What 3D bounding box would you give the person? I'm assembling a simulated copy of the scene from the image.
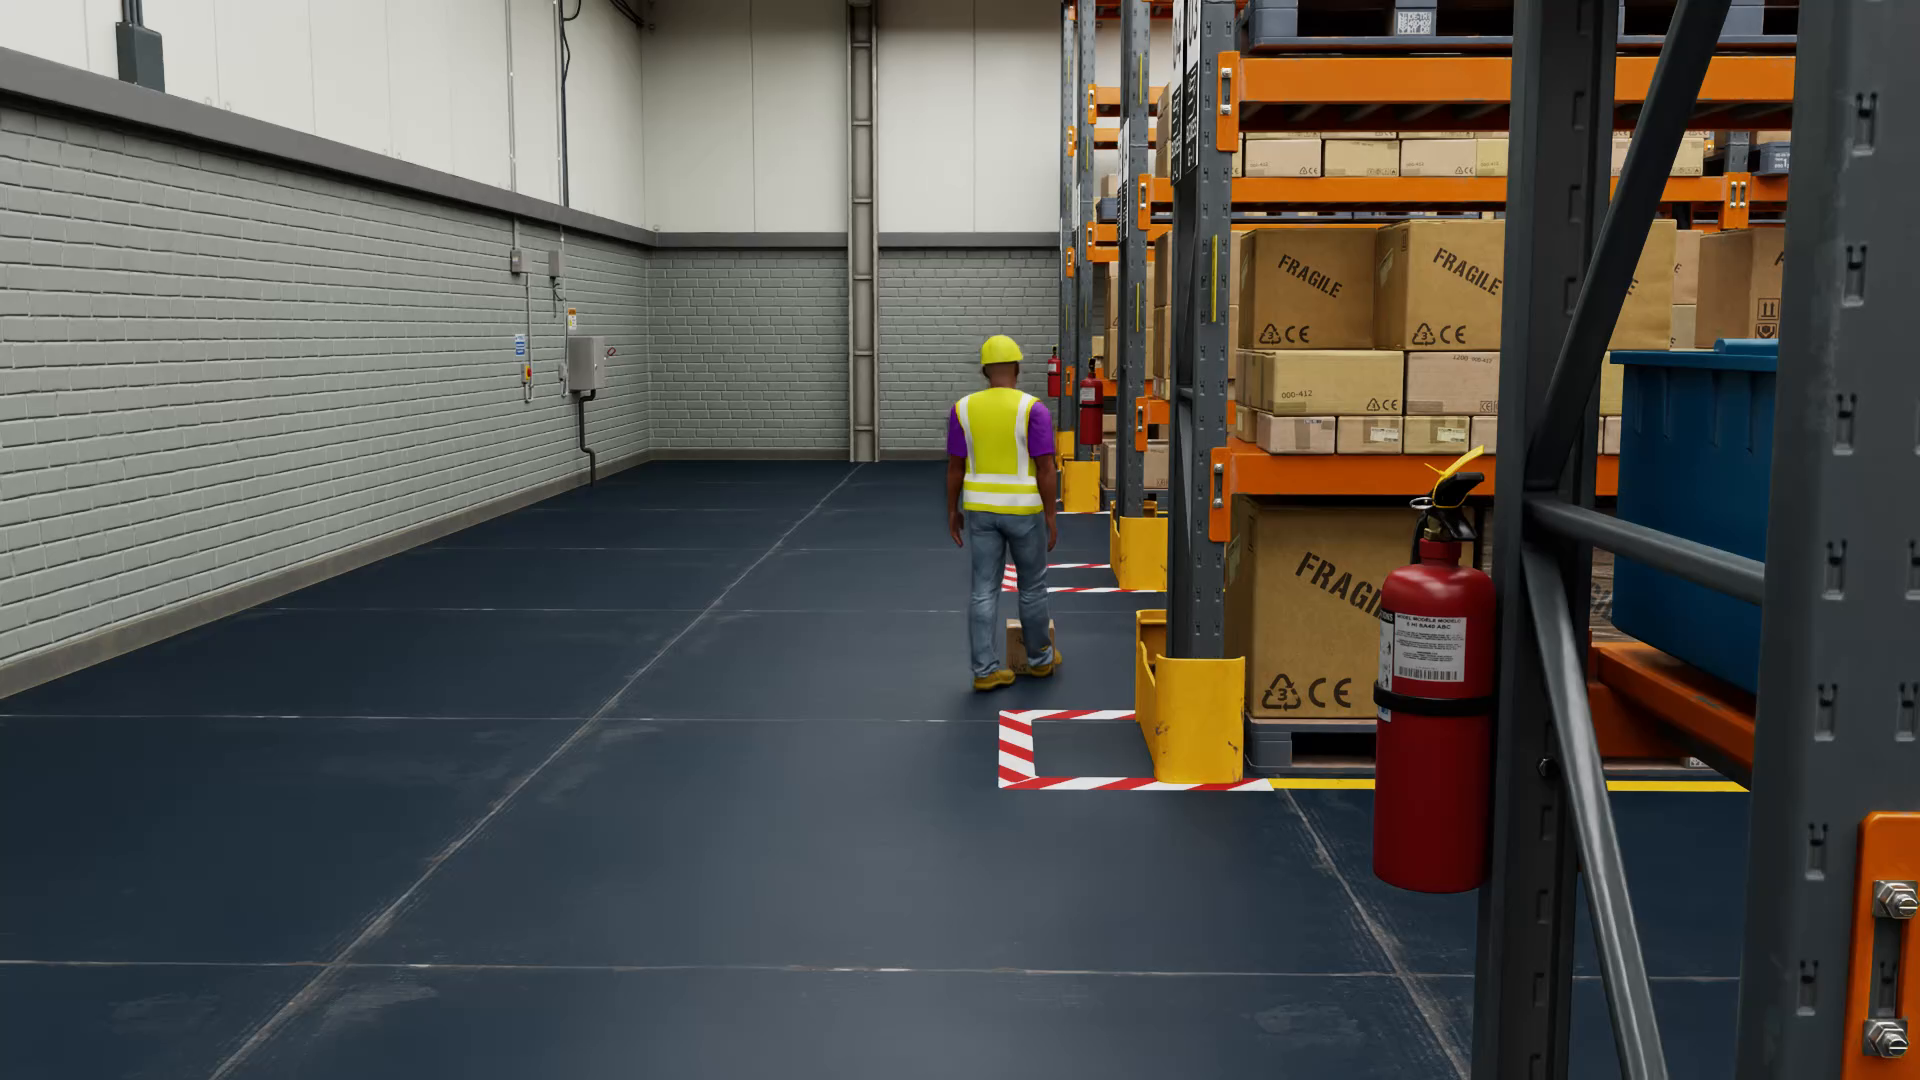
[{"bbox_3d":[0.258,-0.156,8.412,0.586,1.753,0.742,2,8,18],"label":"person"}]
